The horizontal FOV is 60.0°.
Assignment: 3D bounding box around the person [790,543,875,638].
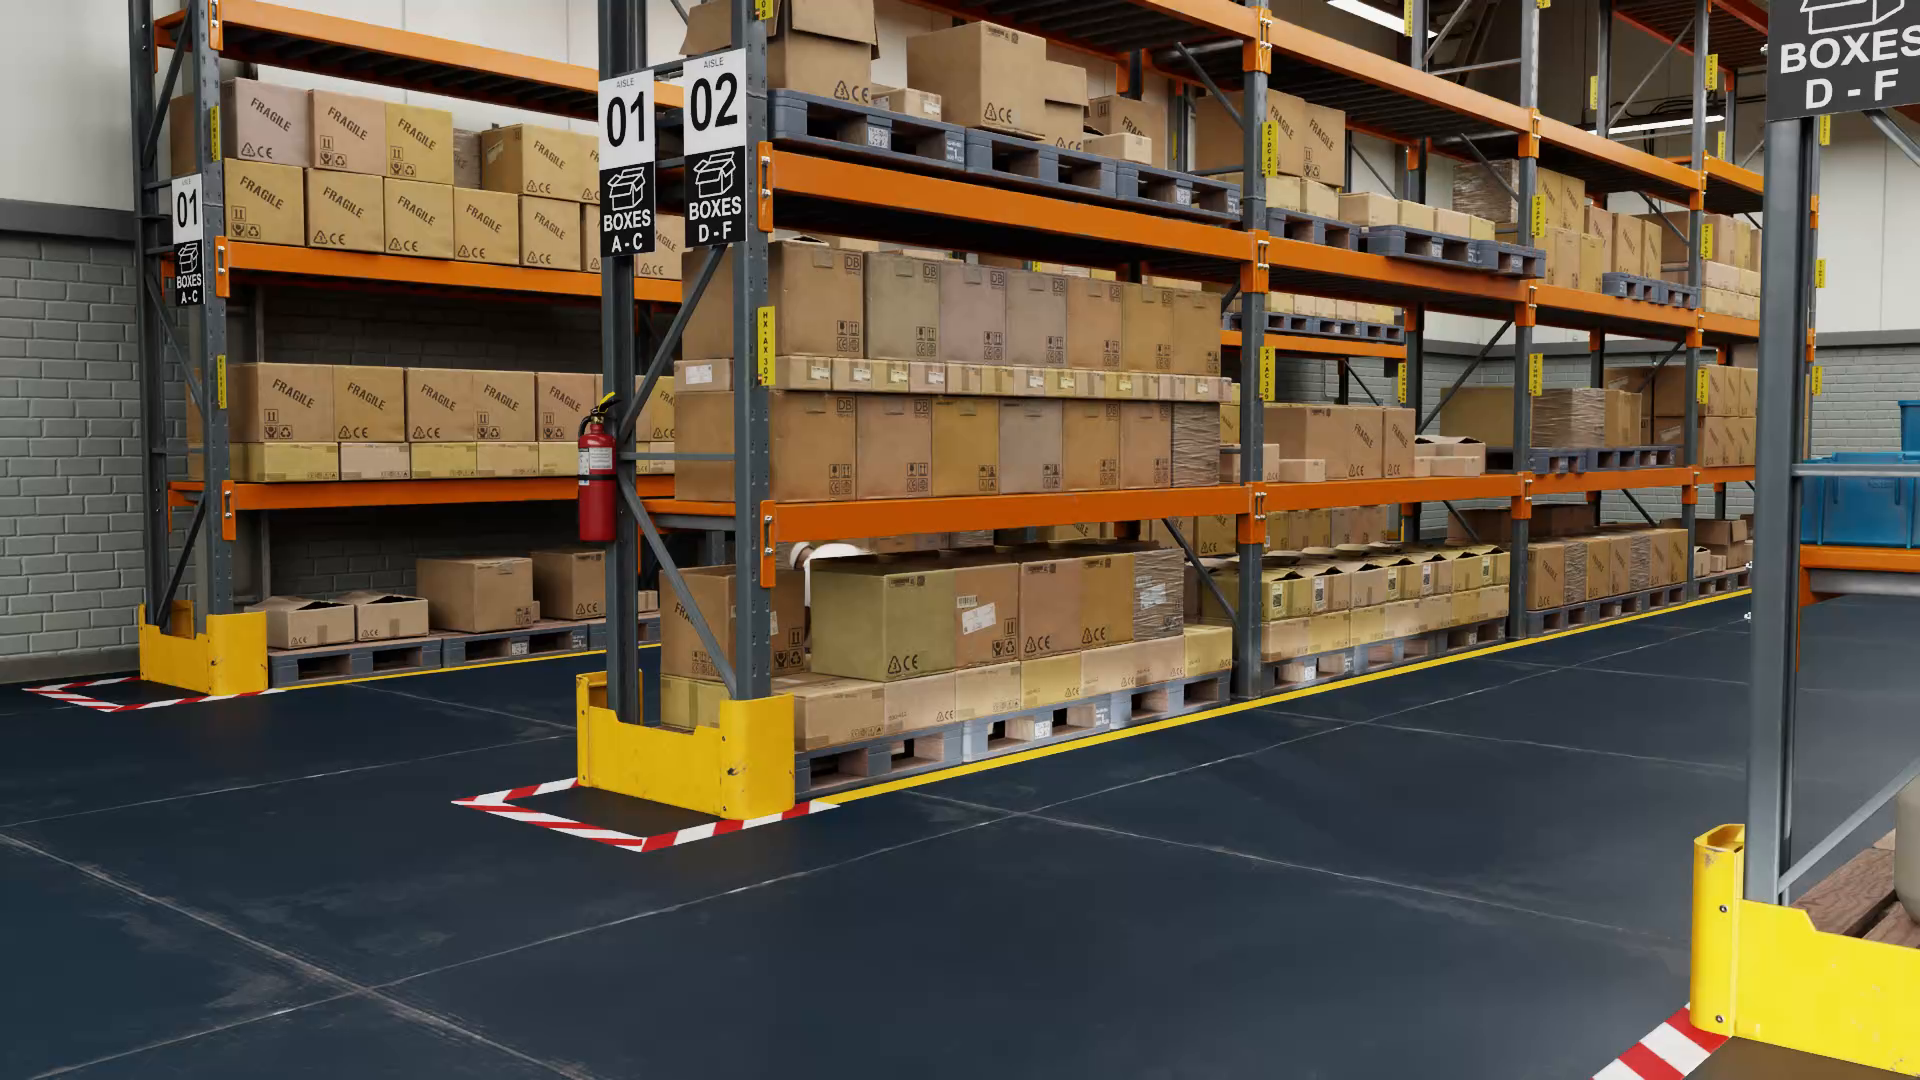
[{"bbox_3d":[-0.907,0.440,12.526,0.963,0.806,0.528,3,5,40],"label":"person"}]
